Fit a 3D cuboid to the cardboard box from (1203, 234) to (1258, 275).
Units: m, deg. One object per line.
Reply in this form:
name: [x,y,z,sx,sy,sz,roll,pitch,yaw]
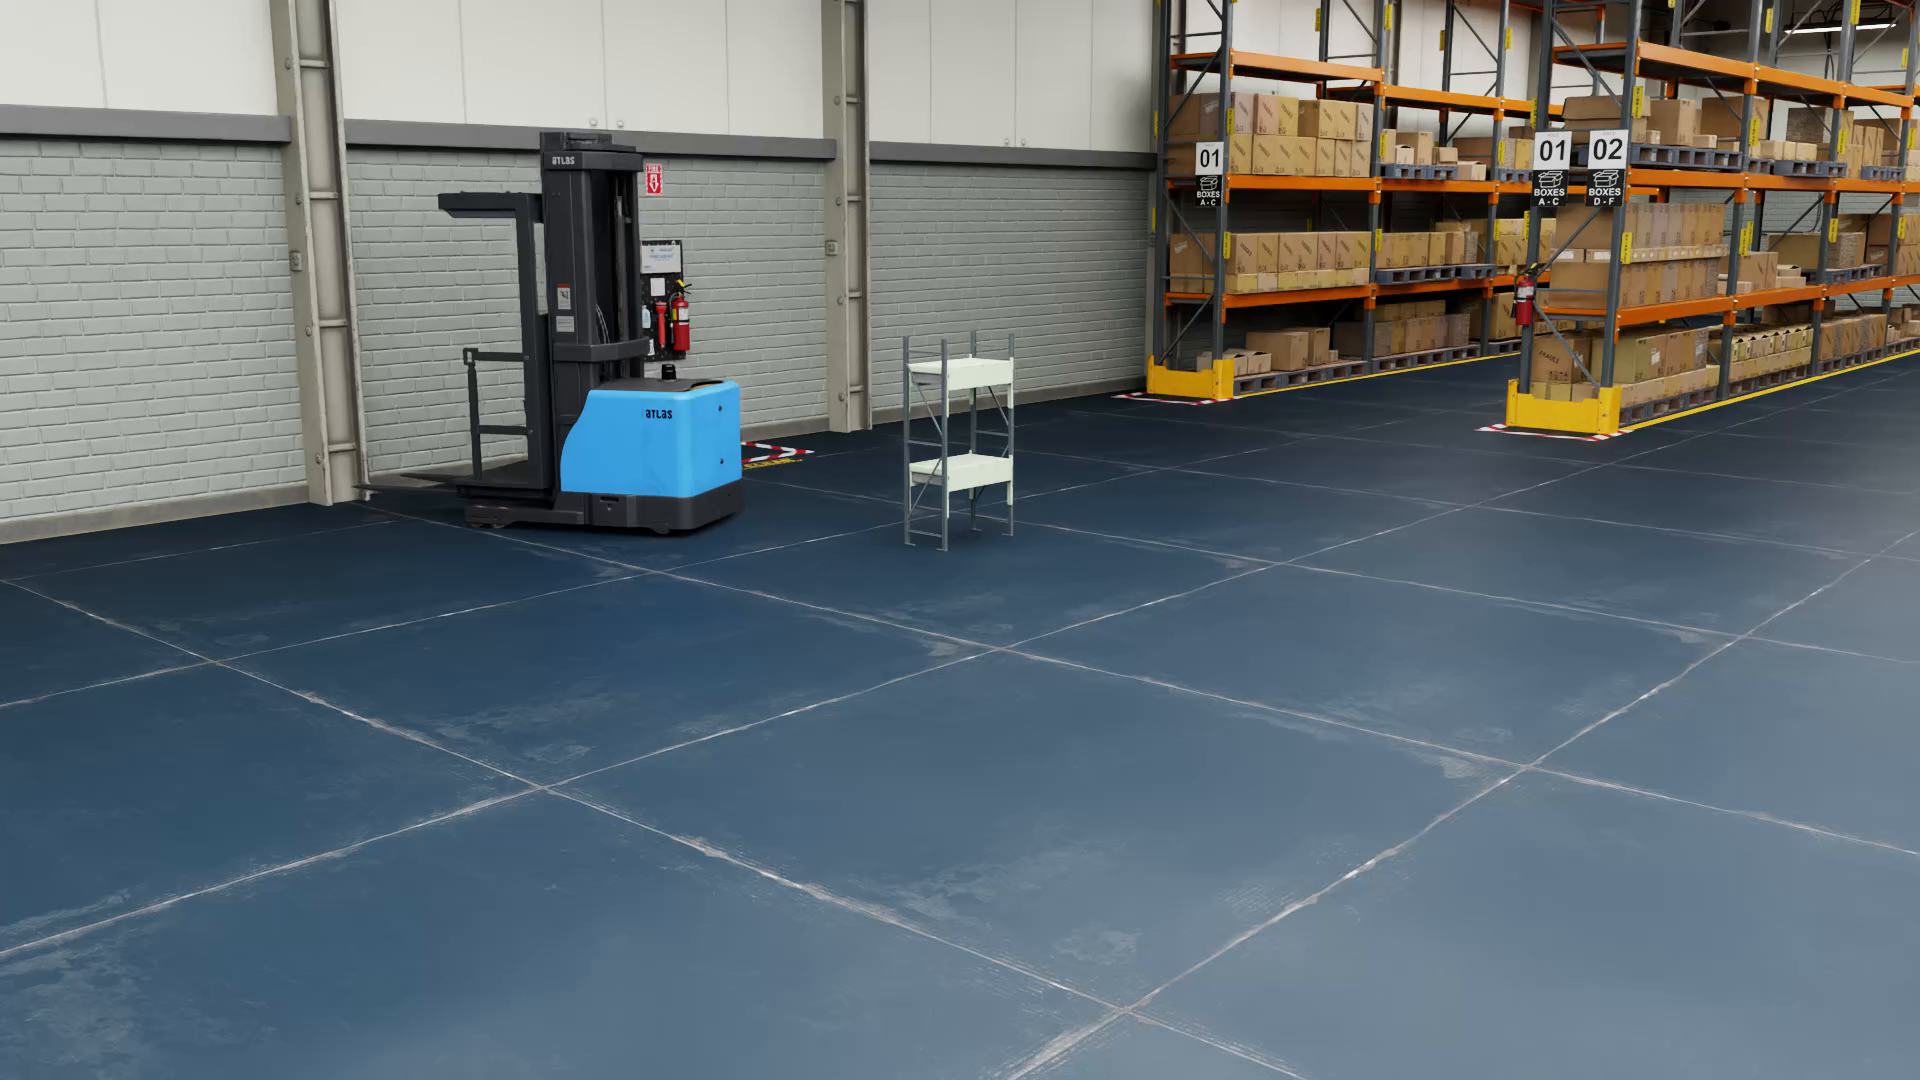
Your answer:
cardboard box: [3.481,-3.685,21.420,0.500,0.500,0.500,10,15,40]

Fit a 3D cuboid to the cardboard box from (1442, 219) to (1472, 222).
cardboard box: [8.325,-5.199,27.604,0.500,0.250,0.500,10,15,42]

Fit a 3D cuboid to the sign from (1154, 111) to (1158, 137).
sign: [2.536,-5.330,21.317,0.100,0.325,0.005,10,15,40]

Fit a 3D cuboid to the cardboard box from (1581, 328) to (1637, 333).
cardboard box: [7.774,-2.275,19.976,0.500,0.500,0.500,10,15,40]

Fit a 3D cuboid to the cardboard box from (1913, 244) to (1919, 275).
cardboard box: [15.794,-4.713,27.895,0.500,0.500,0.500,10,15,40]

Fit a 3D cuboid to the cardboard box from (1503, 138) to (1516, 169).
cardboard box: [8.808,-6.426,27.689,0.700,0.500,0.500,9,14,37]

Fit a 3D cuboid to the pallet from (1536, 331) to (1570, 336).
pallet: [10.409,-3.625,29.819,1.003,0.211,1.213,10,15,40]

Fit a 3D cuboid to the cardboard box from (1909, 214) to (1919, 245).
cardboard box: [15.447,-5.124,27.397,0.500,0.500,0.500,9,15,39]

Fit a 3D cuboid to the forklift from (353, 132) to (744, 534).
forklift: [-3.275,-1.620,12.838,3.031,2.935,1.130,3,12,16]

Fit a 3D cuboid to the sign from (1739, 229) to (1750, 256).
sign: [9.722,-3.690,20.616,0.100,0.325,0.005,10,15,40]

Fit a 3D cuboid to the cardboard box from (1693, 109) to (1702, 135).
cardboard box: [8.773,-5.053,20.508,0.500,0.500,0.500,-11,15,-43]

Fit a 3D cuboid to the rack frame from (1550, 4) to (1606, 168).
rack frame: [10.861,-8.057,29.576,1.000,3.000,0.127,10,15,40]

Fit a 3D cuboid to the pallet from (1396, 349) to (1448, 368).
pallet: [6.898,-2.866,26.021,1.003,0.211,1.213,10,15,40]

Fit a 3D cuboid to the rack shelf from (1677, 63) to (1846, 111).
rack shelf: [10.624,-5.986,22.062,1.077,0.370,4.000,10,15,40]

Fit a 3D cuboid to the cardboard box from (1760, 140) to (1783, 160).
cardboard box: [10.612,-5.175,22.115,0.500,0.250,0.500,8,14,36]

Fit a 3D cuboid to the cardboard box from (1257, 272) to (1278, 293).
cardboard box: [3.833,-3.395,21.882,0.500,0.250,0.500,9,15,39]

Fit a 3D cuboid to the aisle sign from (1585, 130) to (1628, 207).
aisle sign: [6.850,-3.935,17.619,0.394,0.787,0.004,10,15,40]

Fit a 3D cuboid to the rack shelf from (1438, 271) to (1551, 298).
rack shelf: [9.541,-4.468,28.760,1.077,0.370,4.000,10,15,40]

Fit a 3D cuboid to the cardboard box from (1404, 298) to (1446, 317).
cardboard box: [7.361,-3.696,26.402,0.500,0.250,0.500,10,15,41]

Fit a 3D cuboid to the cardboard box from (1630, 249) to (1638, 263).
cardboard box: [7.257,-3.146,18.392,0.380,0.149,0.250,9,15,39]

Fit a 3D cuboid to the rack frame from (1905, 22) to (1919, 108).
rack frame: [17.225,-8.006,29.318,1.000,3.000,0.127,10,15,40]

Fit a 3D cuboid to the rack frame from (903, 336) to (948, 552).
rack frame: [-0.246,-0.681,11.790,0.400,1.500,0.023,10,15,40]

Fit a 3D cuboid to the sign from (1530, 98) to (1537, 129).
sign: [6.265,-4.648,18.109,0.100,0.325,0.005,10,15,40]

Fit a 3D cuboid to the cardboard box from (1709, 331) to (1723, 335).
cardboard box: [10.026,-2.678,22.477,0.500,0.311,0.500,10,15,40]

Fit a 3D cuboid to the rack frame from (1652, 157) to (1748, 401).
rack frame: [9.304,-3.298,21.066,1.000,3.000,0.127,10,15,40]

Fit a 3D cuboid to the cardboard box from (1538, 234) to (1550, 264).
cardboard box: [9.753,-4.996,28.501,0.500,0.500,0.500,10,15,42]

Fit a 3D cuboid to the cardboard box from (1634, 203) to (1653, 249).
cardboard box: [7.359,-3.548,18.749,0.700,0.500,0.500,9,15,39]

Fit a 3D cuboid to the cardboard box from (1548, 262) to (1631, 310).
cardboard box: [6.981,-2.826,18.446,0.700,0.500,0.500,10,15,40]

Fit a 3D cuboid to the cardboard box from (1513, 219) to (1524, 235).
cardboard box: [9.068,-5.212,27.666,0.500,0.250,0.500,9,15,40]

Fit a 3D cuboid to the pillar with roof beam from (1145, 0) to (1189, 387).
pillar with roof beam: [5.986,-5.950,19.025,9.100,9.000,0.400,10,15,40]

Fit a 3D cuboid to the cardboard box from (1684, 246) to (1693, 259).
cardboard box: [8.446,-3.411,19.720,0.380,0.149,0.250,10,15,42]

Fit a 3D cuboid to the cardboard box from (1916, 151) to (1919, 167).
cardboard box: [15.421,-6.231,27.198,0.500,0.250,0.500,10,15,40]

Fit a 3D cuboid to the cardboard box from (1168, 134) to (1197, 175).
cardboard box: [3.025,-4.974,21.490,0.500,0.500,0.500,-11,16,-43]

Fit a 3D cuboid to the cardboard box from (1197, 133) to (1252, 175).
cardboard box: [3.349,-4.896,21.103,0.500,0.500,0.500,10,15,42]

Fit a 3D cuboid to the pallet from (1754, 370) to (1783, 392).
pallet: [10.566,-2.225,22.810,1.003,0.211,1.213,10,15,40]

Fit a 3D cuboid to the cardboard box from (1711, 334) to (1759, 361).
cardboard box: [10.098,-2.532,21.748,0.500,0.311,0.500,10,15,40]

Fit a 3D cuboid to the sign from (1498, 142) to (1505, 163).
sign: [8.627,-6.181,26.520,0.100,0.325,0.005,10,15,40]

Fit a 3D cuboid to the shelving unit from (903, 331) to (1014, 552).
shelving unit: [-0.004,-0.734,12.059,0.431,1.500,0.755,10,15,40]

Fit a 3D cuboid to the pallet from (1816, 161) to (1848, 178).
pallet: [11.564,-5.154,23.180,1.213,0.211,1.003,11,16,43]

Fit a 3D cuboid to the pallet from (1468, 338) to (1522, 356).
pallet: [8.798,-3.266,28.022,1.003,0.211,1.213,10,15,40]

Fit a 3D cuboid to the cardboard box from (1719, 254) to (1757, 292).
cardboard box: [10.171,-3.536,22.000,0.500,0.500,0.500,-11,16,-43]

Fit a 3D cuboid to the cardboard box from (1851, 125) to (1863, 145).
cardboard box: [13.319,-5.989,25.297,0.600,0.600,0.600,9,14,38]

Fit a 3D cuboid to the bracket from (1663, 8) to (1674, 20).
bracket: [14.627,-10.813,34.183,0.235,0.232,0.430,10,15,40]

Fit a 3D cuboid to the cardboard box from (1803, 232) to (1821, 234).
cardboard box: [13.698,-4.580,26.157,0.500,0.500,0.700,-9,15,-39]

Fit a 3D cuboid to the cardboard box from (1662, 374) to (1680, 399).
cardboard box: [8.176,-1.838,19.703,0.500,0.250,0.500,10,15,40]

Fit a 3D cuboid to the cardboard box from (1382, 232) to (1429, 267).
cardboard box: [6.727,-4.456,25.482,0.500,0.500,0.700,-10,15,-40]

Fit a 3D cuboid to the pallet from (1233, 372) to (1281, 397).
pallet: [3.553,-2.108,22.228,1.003,0.211,1.213,10,15,40]

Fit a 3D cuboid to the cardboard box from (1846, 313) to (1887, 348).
cardboard box: [14.474,-3.356,26.612,0.500,0.500,0.500,10,15,40]

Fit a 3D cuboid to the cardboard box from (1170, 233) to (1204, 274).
cardboard box: [3.092,-3.751,21.748,0.500,0.500,0.500,10,15,40]

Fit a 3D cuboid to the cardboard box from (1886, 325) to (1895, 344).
cardboard box: [15.024,-3.406,27.349,0.500,0.311,0.500,10,15,40]

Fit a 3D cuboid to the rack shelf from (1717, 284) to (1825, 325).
rack shelf: [10.624,-3.240,22.610,1.077,0.370,4.000,10,15,40]

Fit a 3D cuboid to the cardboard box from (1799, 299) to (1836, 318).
cardboard box: [13.422,-3.646,26.152,0.500,0.250,0.500,10,15,40]

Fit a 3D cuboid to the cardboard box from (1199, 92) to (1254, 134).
cardboard box: [3.377,-5.395,21.047,0.500,0.500,0.500,8,14,36]

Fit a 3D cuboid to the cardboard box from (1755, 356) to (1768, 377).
cardboard box: [10.435,-2.335,22.190,0.500,0.250,0.500,9,15,39]

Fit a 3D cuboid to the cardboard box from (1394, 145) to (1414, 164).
cardboard box: [6.408,-5.732,24.749,0.500,0.311,0.500,10,15,42]

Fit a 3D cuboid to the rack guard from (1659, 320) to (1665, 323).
rack guard: [13.518,-4.481,33.372,1.175,0.500,0.348,10,15,40]

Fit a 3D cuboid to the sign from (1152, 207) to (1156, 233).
sign: [2.536,-4.147,21.553,0.100,0.325,0.005,10,15,40]

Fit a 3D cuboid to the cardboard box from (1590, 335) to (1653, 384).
cardboard box: [7.513,-2.059,18.895,0.500,0.500,0.500,10,15,40]

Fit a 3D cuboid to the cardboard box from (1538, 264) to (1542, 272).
cardboard box: [9.795,-4.697,28.658,0.380,0.149,0.250,10,15,42]
